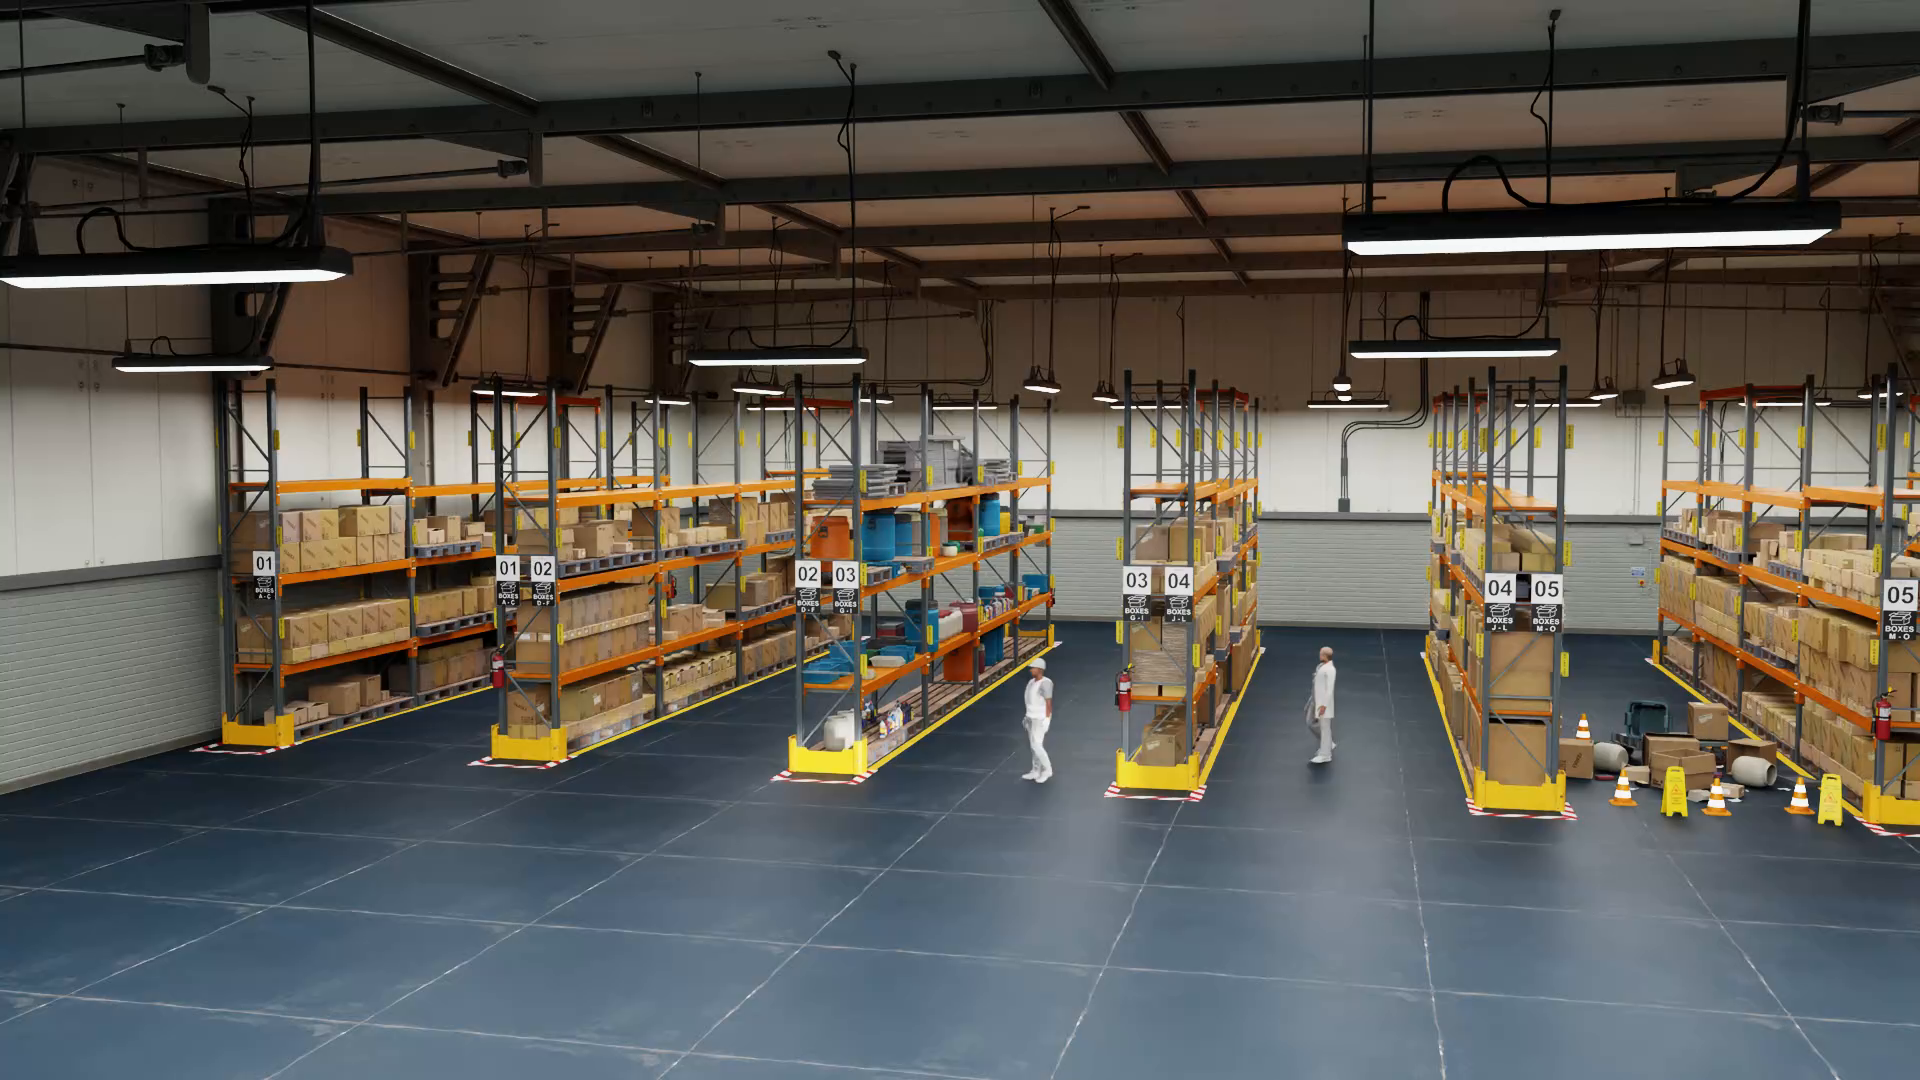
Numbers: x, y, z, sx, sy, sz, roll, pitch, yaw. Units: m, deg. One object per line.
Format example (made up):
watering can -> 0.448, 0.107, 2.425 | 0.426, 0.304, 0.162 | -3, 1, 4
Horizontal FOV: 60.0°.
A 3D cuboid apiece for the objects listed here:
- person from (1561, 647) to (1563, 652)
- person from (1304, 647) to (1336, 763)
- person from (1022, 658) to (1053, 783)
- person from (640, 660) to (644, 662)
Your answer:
person -> 13.356, 1.877, 37.974 | 0.997, 1.628, 0.620 | 3, 5, 45
person -> 5.669, 2.546, 25.971 | 0.546, 1.780, 0.655 | -1, 4, -12
person -> 1.121, 2.635, 24.450 | 0.386, 1.795, 0.611 | -1, 4, -21
person -> -7.347, 1.893, 37.497 | 0.467, 1.740, 0.571 | 1, 3, 10
